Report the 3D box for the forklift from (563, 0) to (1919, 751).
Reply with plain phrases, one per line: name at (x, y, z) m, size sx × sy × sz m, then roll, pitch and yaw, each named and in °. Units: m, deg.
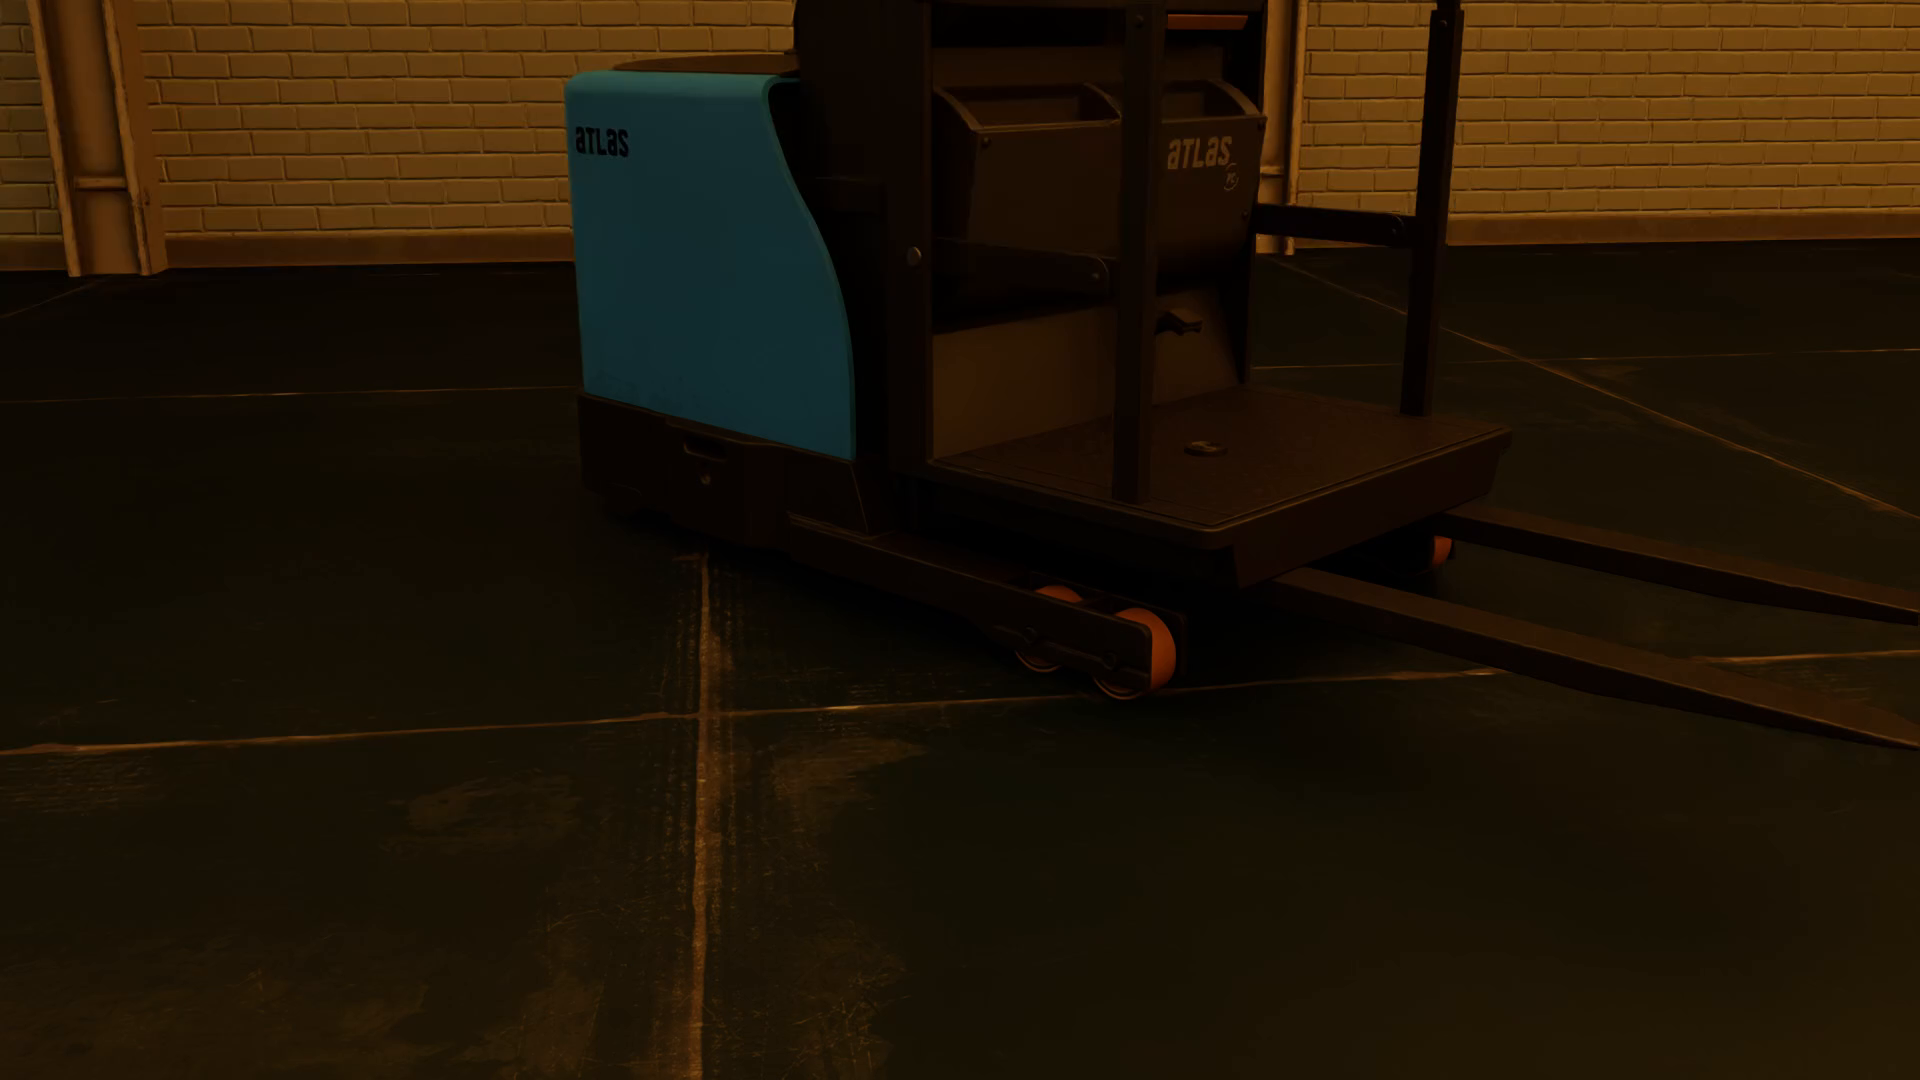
forklift at (0.456, -1.282, 3.141) m, size 3.031 × 2.935 × 1.130 m, roll 16°, pitch 23°, yaw 42°
